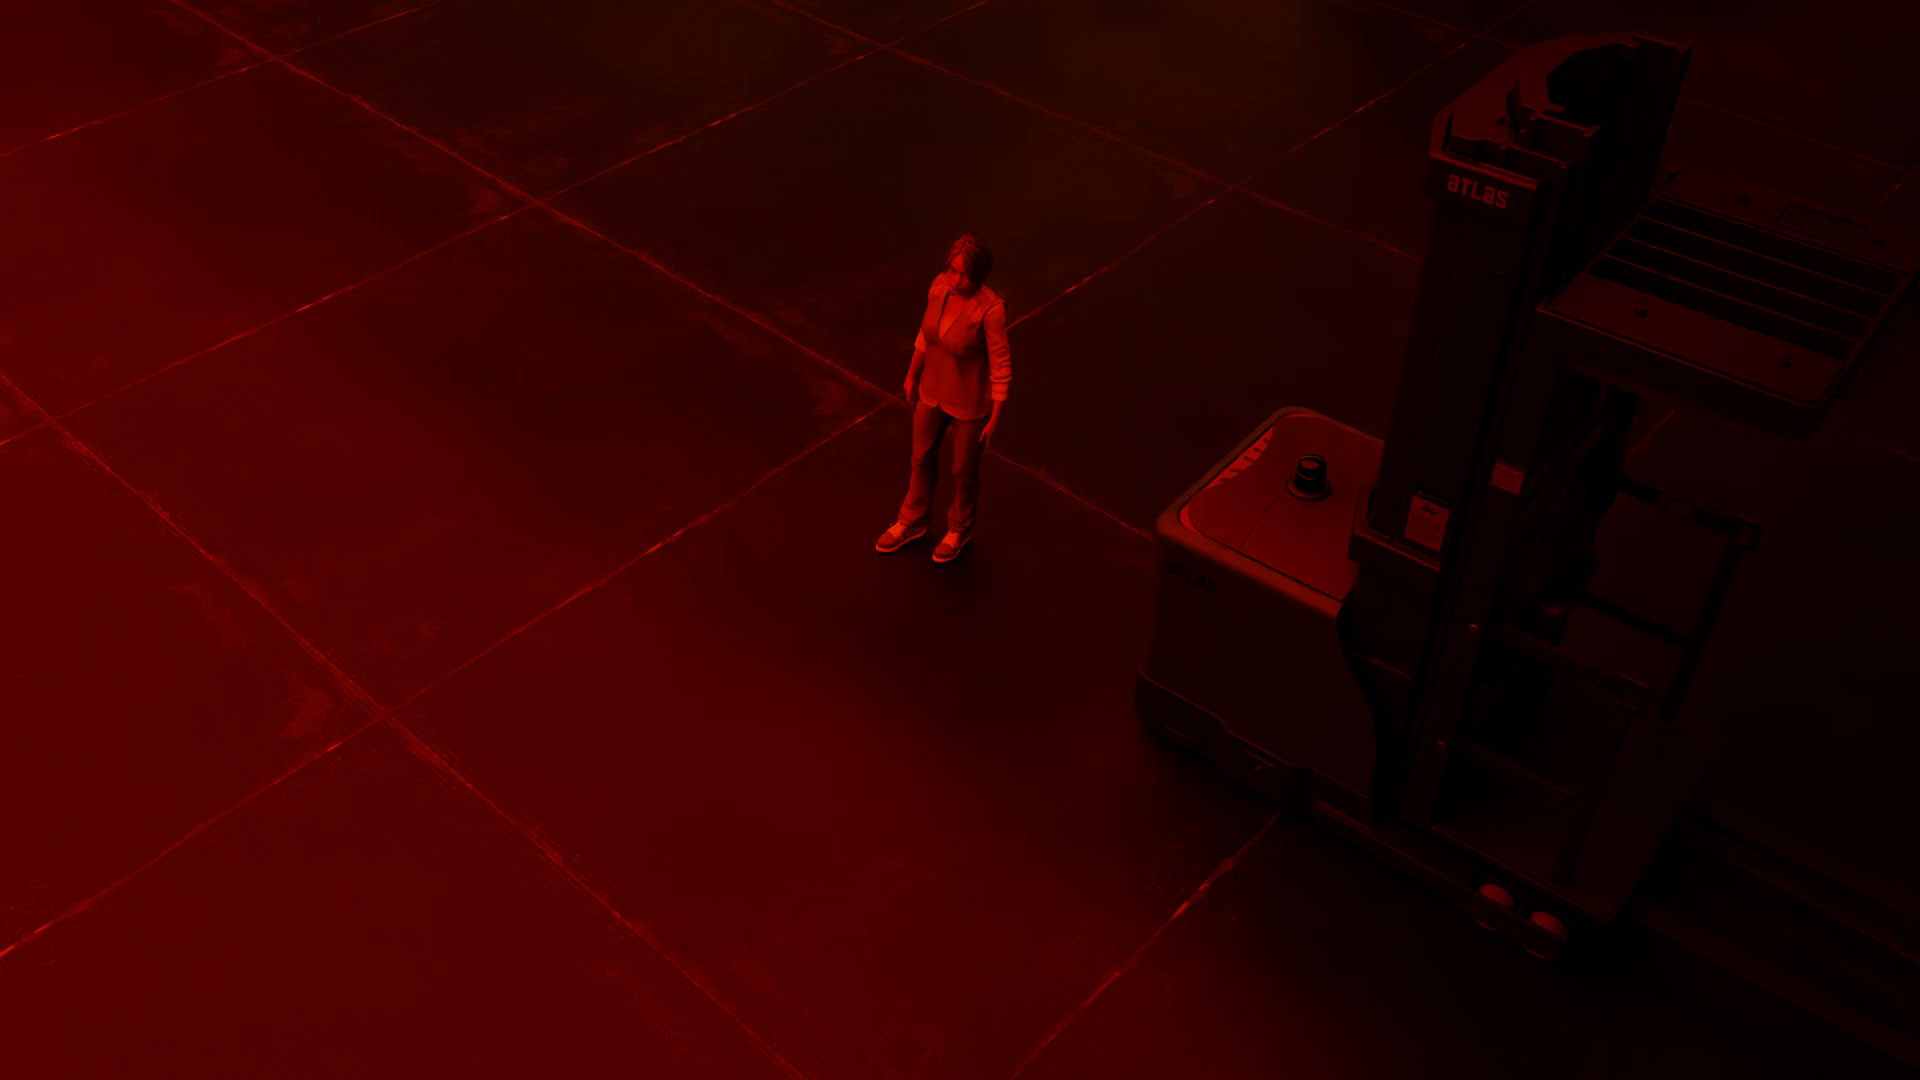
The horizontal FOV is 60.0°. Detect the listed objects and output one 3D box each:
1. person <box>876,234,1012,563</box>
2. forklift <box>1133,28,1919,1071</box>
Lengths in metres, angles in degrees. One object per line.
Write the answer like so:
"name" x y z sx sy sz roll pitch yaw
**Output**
"person" -0.057 -0.564 7.108 0.541 1.601 0.434 26 47 27
"forklift" 2.171 -0.014 5.444 3.031 2.935 1.130 28 48 28
